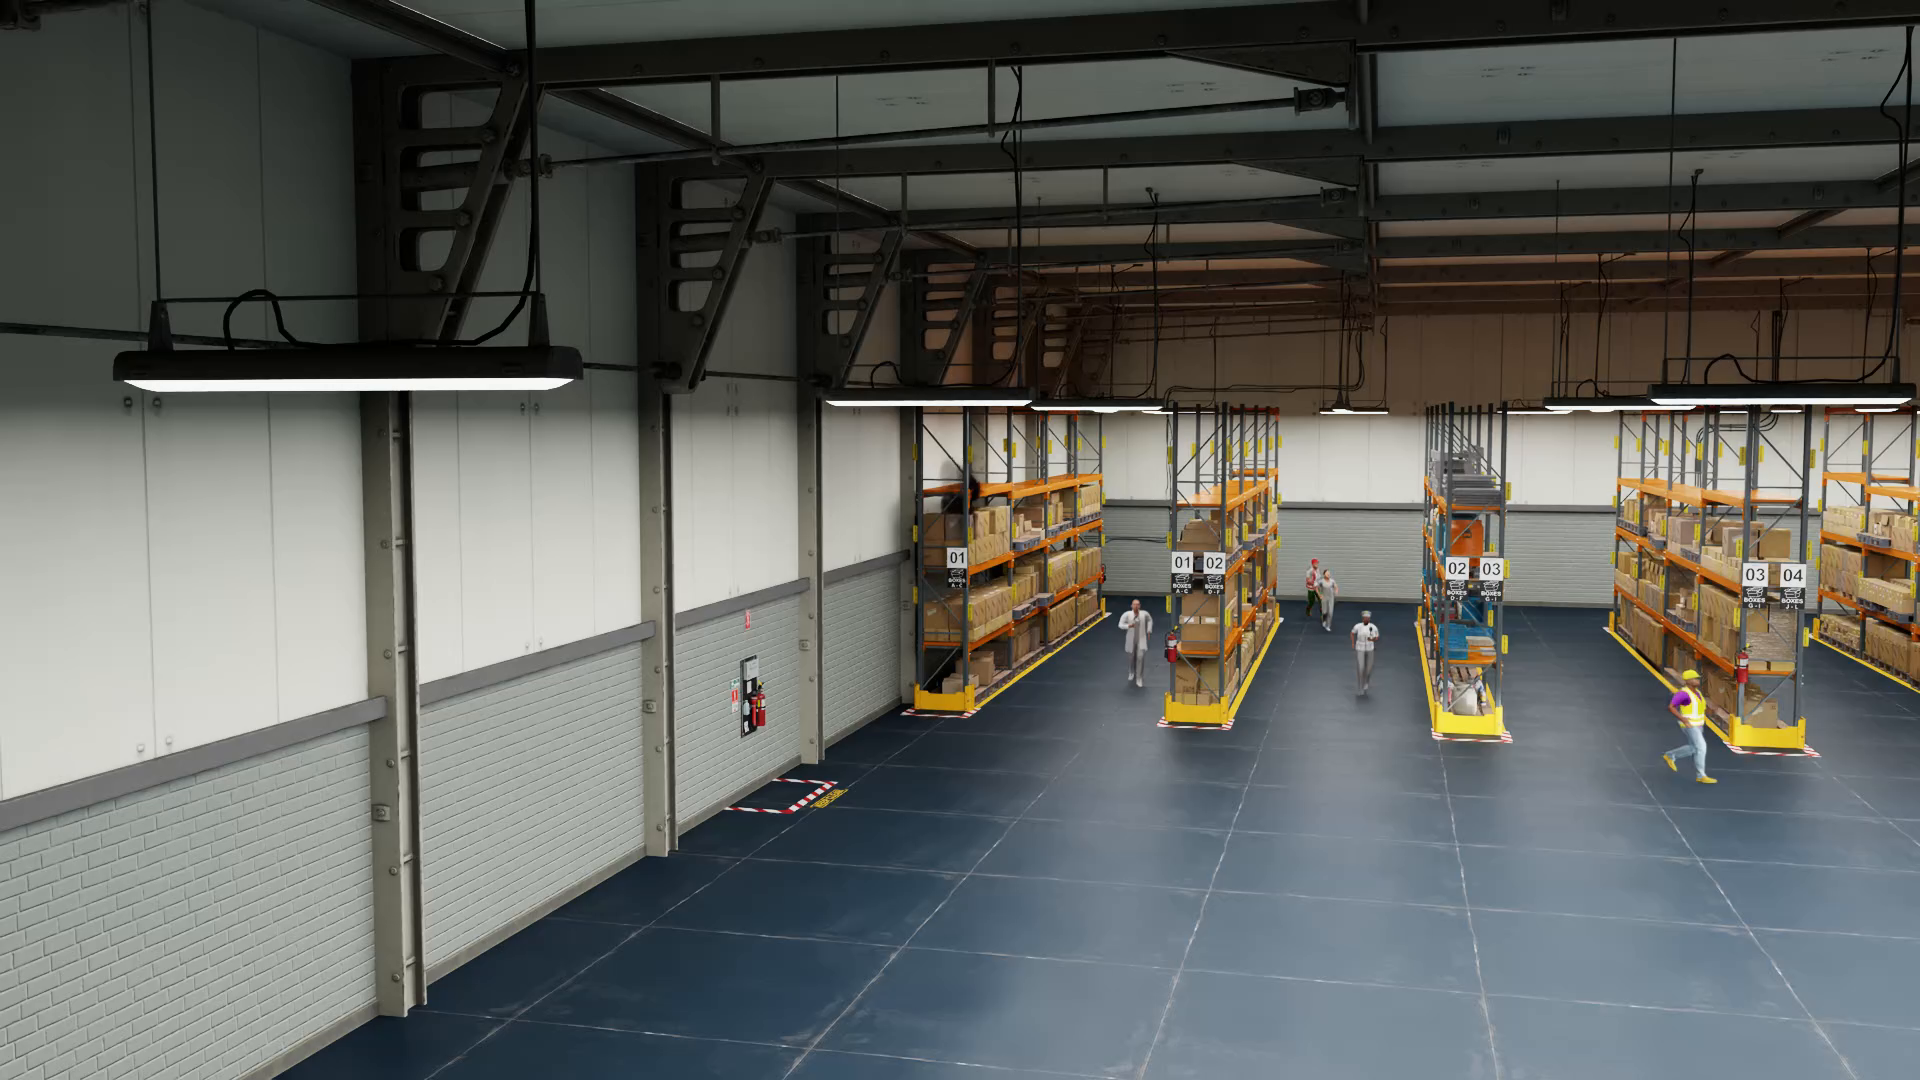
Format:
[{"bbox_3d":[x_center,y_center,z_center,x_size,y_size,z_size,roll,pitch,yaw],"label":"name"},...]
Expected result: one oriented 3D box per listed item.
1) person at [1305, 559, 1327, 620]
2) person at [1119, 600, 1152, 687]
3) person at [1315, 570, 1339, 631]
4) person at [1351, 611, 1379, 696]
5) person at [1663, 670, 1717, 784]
[{"bbox_3d":[9.935,1.392,46.798,0.739,1.763,0.960,-2,5,-30],"label":"person"},{"bbox_3d":[3.764,2.178,35.684,0.724,1.820,0.967,0,4,4],"label":"person"},{"bbox_3d":[9.892,1.619,44.752,0.603,1.639,0.593,0,4,-3],"label":"person"},{"bbox_3d":[8.396,2.333,34.475,0.549,1.750,0.755,1,4,7],"label":"person"},{"bbox_3d":[11.494,2.916,26.172,0.715,1.745,0.900,-4,6,-43],"label":"person"}]
